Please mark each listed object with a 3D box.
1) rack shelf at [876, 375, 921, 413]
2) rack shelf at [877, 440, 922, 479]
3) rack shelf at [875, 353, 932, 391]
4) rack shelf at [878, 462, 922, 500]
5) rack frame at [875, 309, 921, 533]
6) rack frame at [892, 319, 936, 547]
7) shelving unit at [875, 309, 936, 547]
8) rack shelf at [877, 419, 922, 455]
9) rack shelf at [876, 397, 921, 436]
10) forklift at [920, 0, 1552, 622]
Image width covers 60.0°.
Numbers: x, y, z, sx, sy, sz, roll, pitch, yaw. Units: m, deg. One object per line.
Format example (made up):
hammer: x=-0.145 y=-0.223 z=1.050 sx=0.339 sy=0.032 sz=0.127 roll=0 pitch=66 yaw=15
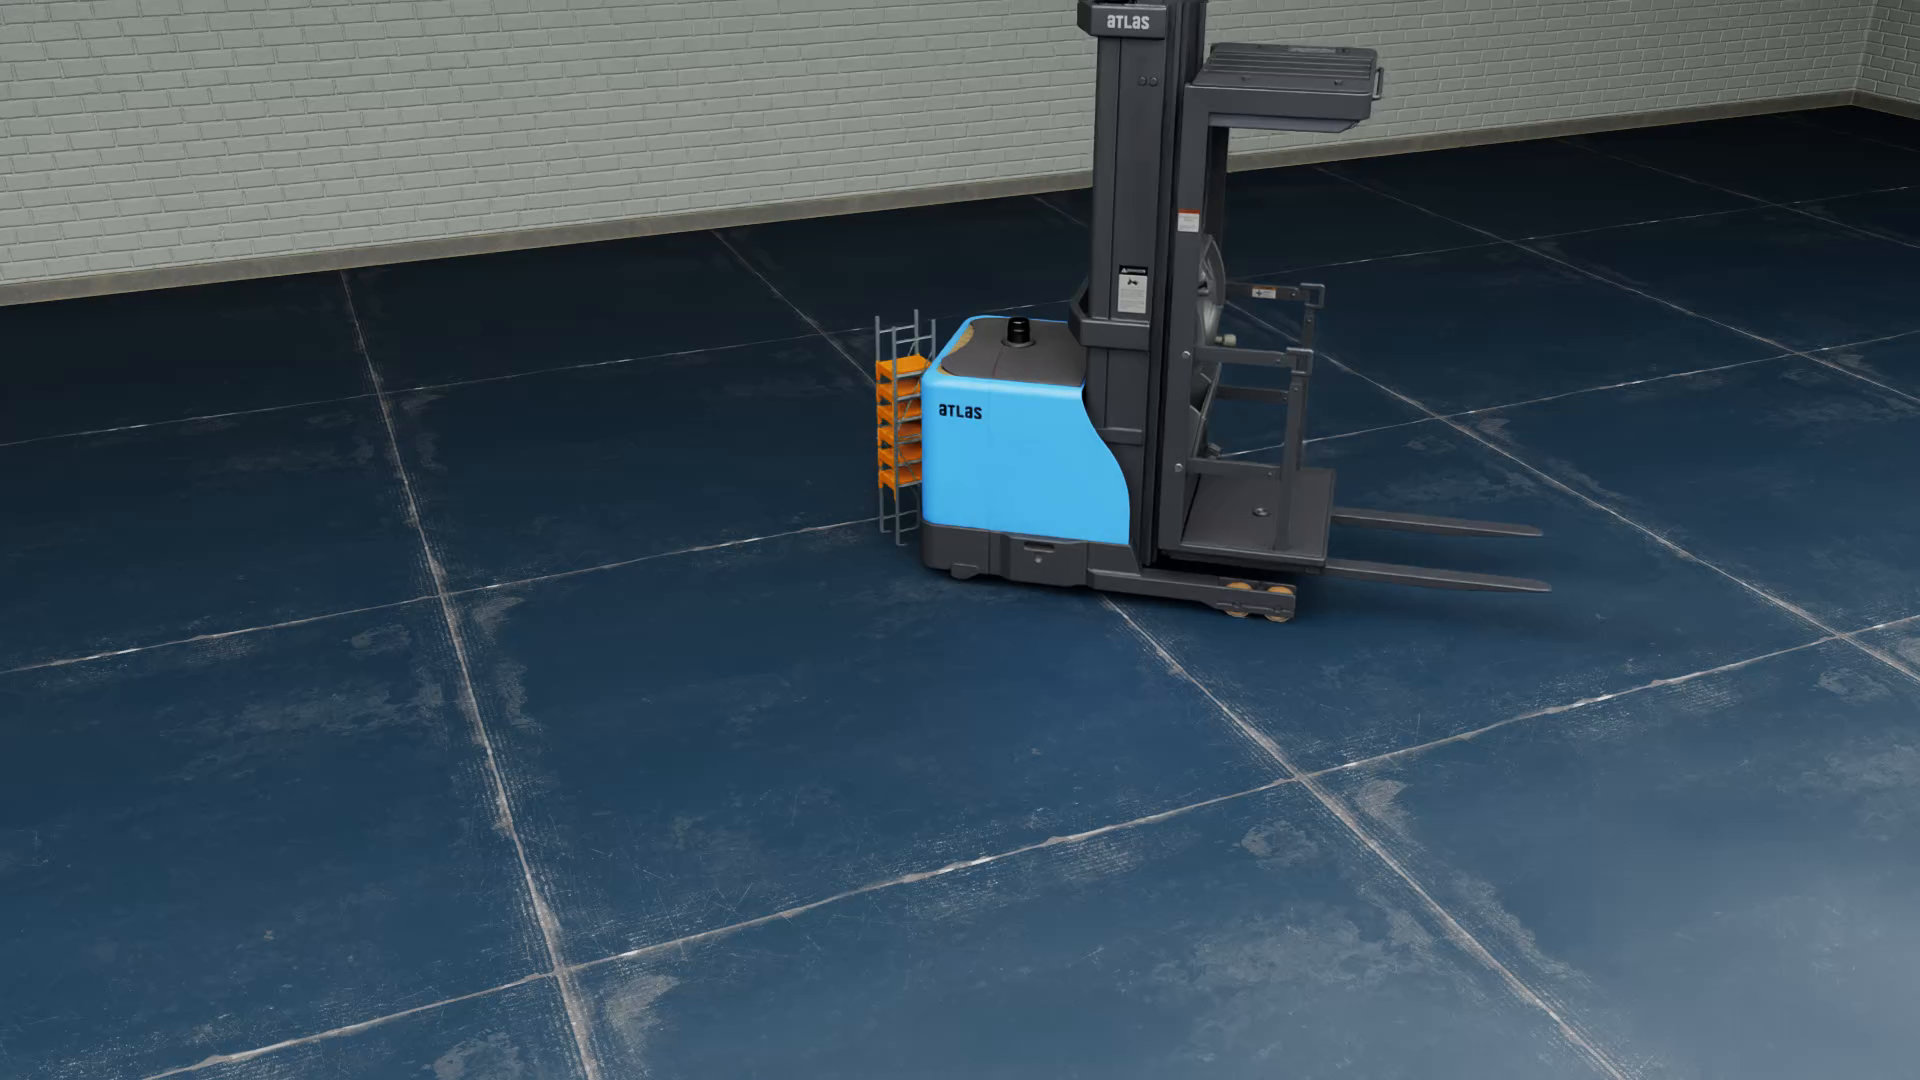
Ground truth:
rack shelf: x=-0.273 y=-0.742 z=8.457 sx=0.258 sy=0.103 sz=0.180 roll=-14 pitch=29 yaw=-26
rack shelf: x=-0.273 y=-0.419 z=8.615 sx=0.258 sy=0.103 sz=0.180 roll=-14 pitch=29 yaw=-26
rack shelf: x=-0.273 y=-0.850 z=8.404 sx=0.258 sy=0.103 sz=0.180 roll=-14 pitch=29 yaw=-26
rack shelf: x=-0.273 y=-0.311 z=8.667 sx=0.258 sy=0.103 sz=0.180 roll=-14 pitch=29 yaw=-26
rack frame: x=-0.317 y=-0.602 z=8.614 sx=0.240 sy=1.200 sz=0.006 roll=-14 pitch=29 yaw=-26
rack frame: x=-0.228 y=-0.531 z=8.471 sx=0.240 sy=1.200 sz=0.006 roll=-14 pitch=29 yaw=-26
shelving unit: x=-0.273 y=-0.566 z=8.543 sx=0.258 sy=1.200 sz=0.189 roll=-14 pitch=29 yaw=-26
rack shelf: x=-0.273 y=-0.527 z=8.562 sx=0.258 sy=0.103 sz=0.180 roll=-14 pitch=29 yaw=-26
rack shelf: x=-0.273 y=-0.634 z=8.509 sx=0.258 sy=0.103 sz=0.180 roll=-14 pitch=29 yaw=-26
forklift: x=1.373 y=-1.184 z=7.834 sx=3.031 sy=2.935 sz=1.130 roll=6 pitch=27 yaw=13
